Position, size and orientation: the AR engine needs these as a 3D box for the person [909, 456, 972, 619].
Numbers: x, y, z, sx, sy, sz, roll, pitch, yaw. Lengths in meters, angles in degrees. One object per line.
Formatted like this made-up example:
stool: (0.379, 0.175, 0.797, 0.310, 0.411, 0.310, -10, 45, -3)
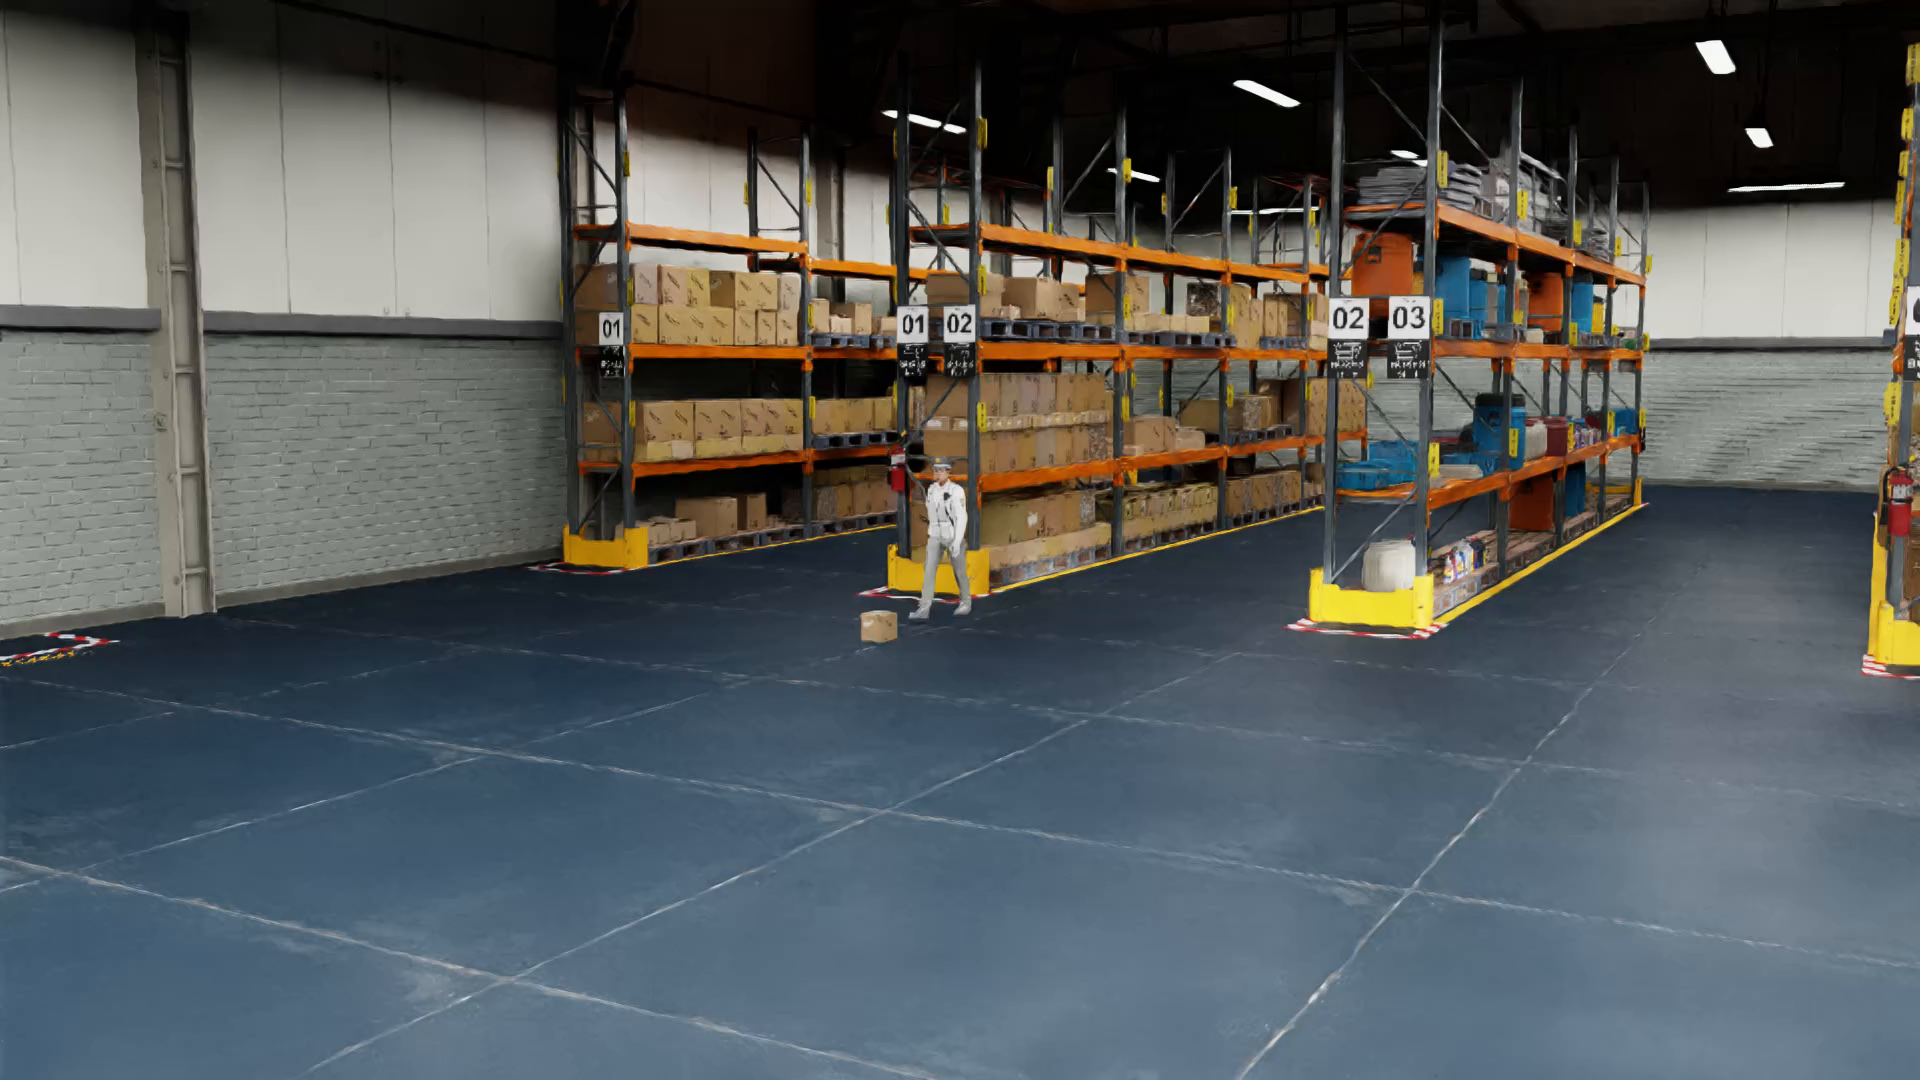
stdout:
person: (-0.149, -0.028, 16.558, 0.517, 1.624, 0.951, 3, 7, 27)
